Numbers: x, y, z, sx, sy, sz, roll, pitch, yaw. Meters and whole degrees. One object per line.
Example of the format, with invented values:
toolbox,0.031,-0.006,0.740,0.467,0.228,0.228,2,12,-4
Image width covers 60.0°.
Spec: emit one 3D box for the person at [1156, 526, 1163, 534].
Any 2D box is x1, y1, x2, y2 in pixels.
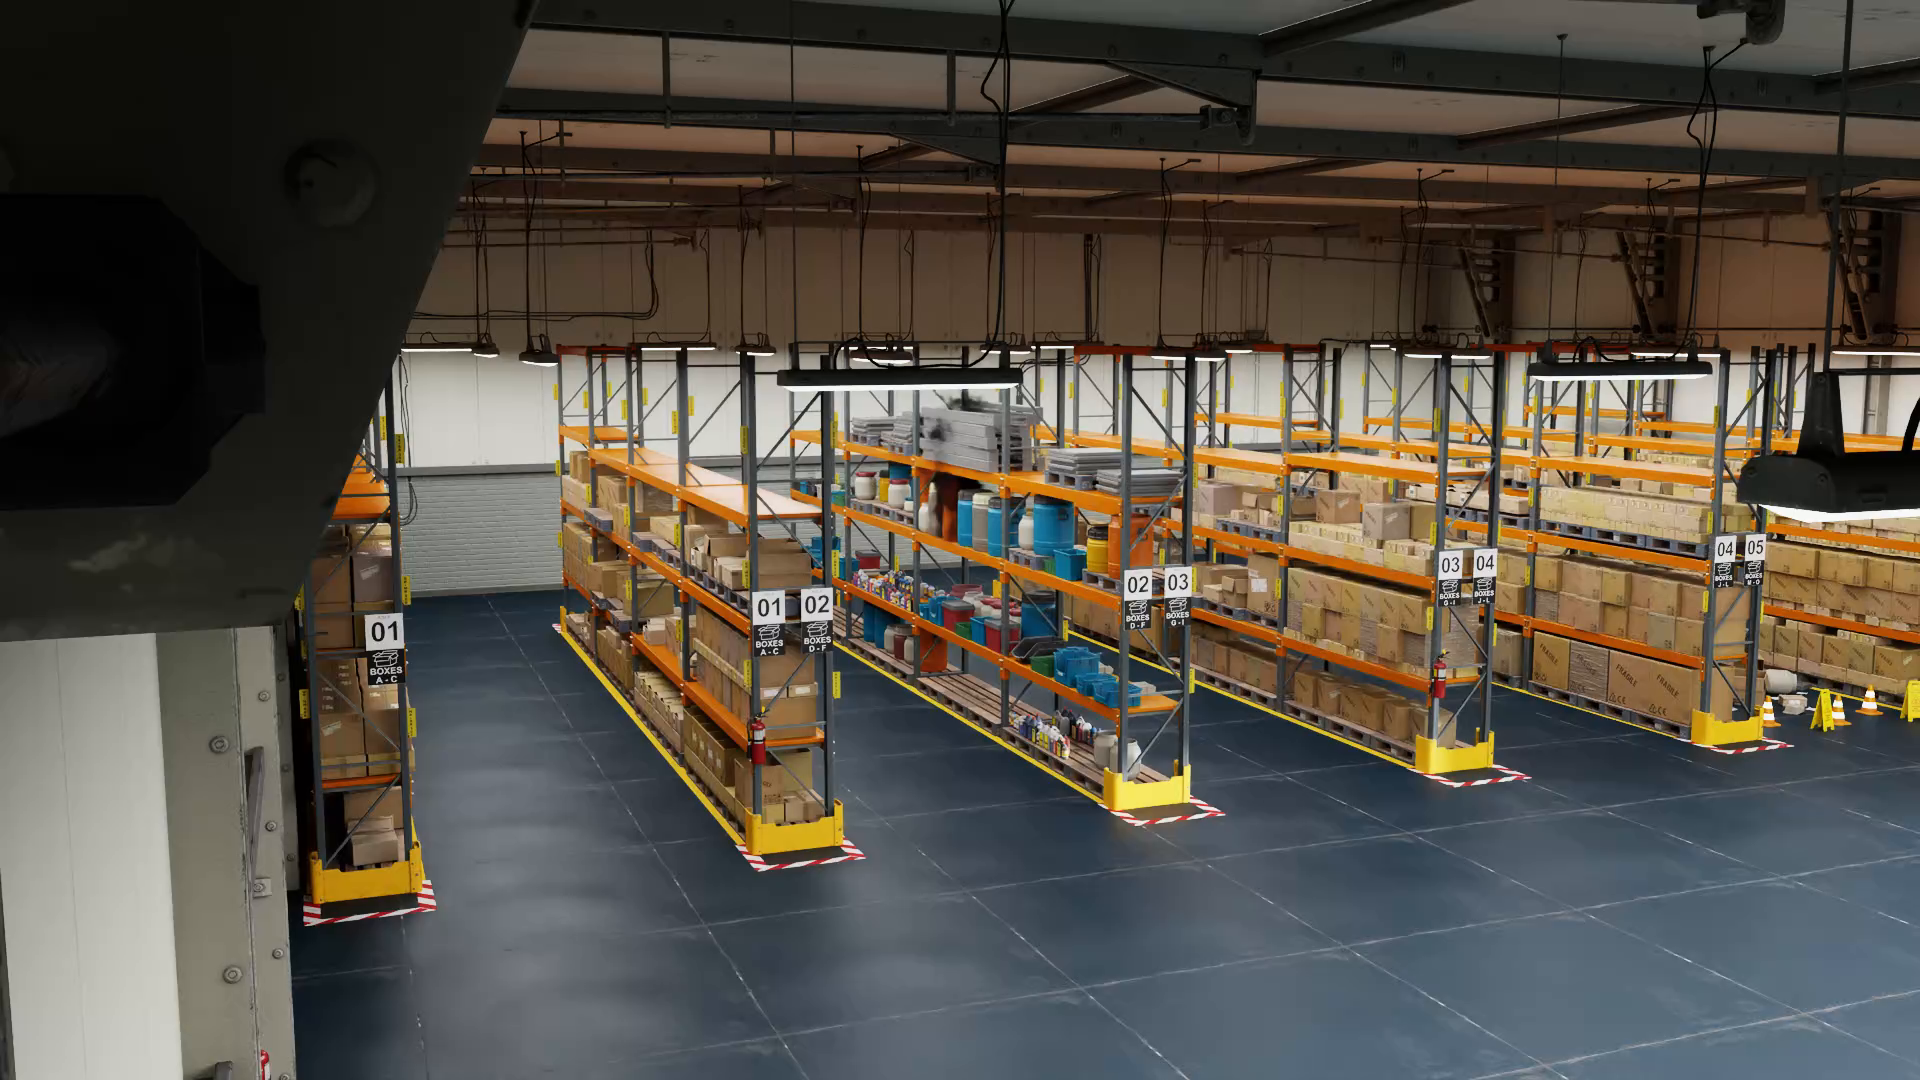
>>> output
person,4.626,0.532,38.964,0.769,1.805,0.743,0,7,-2
